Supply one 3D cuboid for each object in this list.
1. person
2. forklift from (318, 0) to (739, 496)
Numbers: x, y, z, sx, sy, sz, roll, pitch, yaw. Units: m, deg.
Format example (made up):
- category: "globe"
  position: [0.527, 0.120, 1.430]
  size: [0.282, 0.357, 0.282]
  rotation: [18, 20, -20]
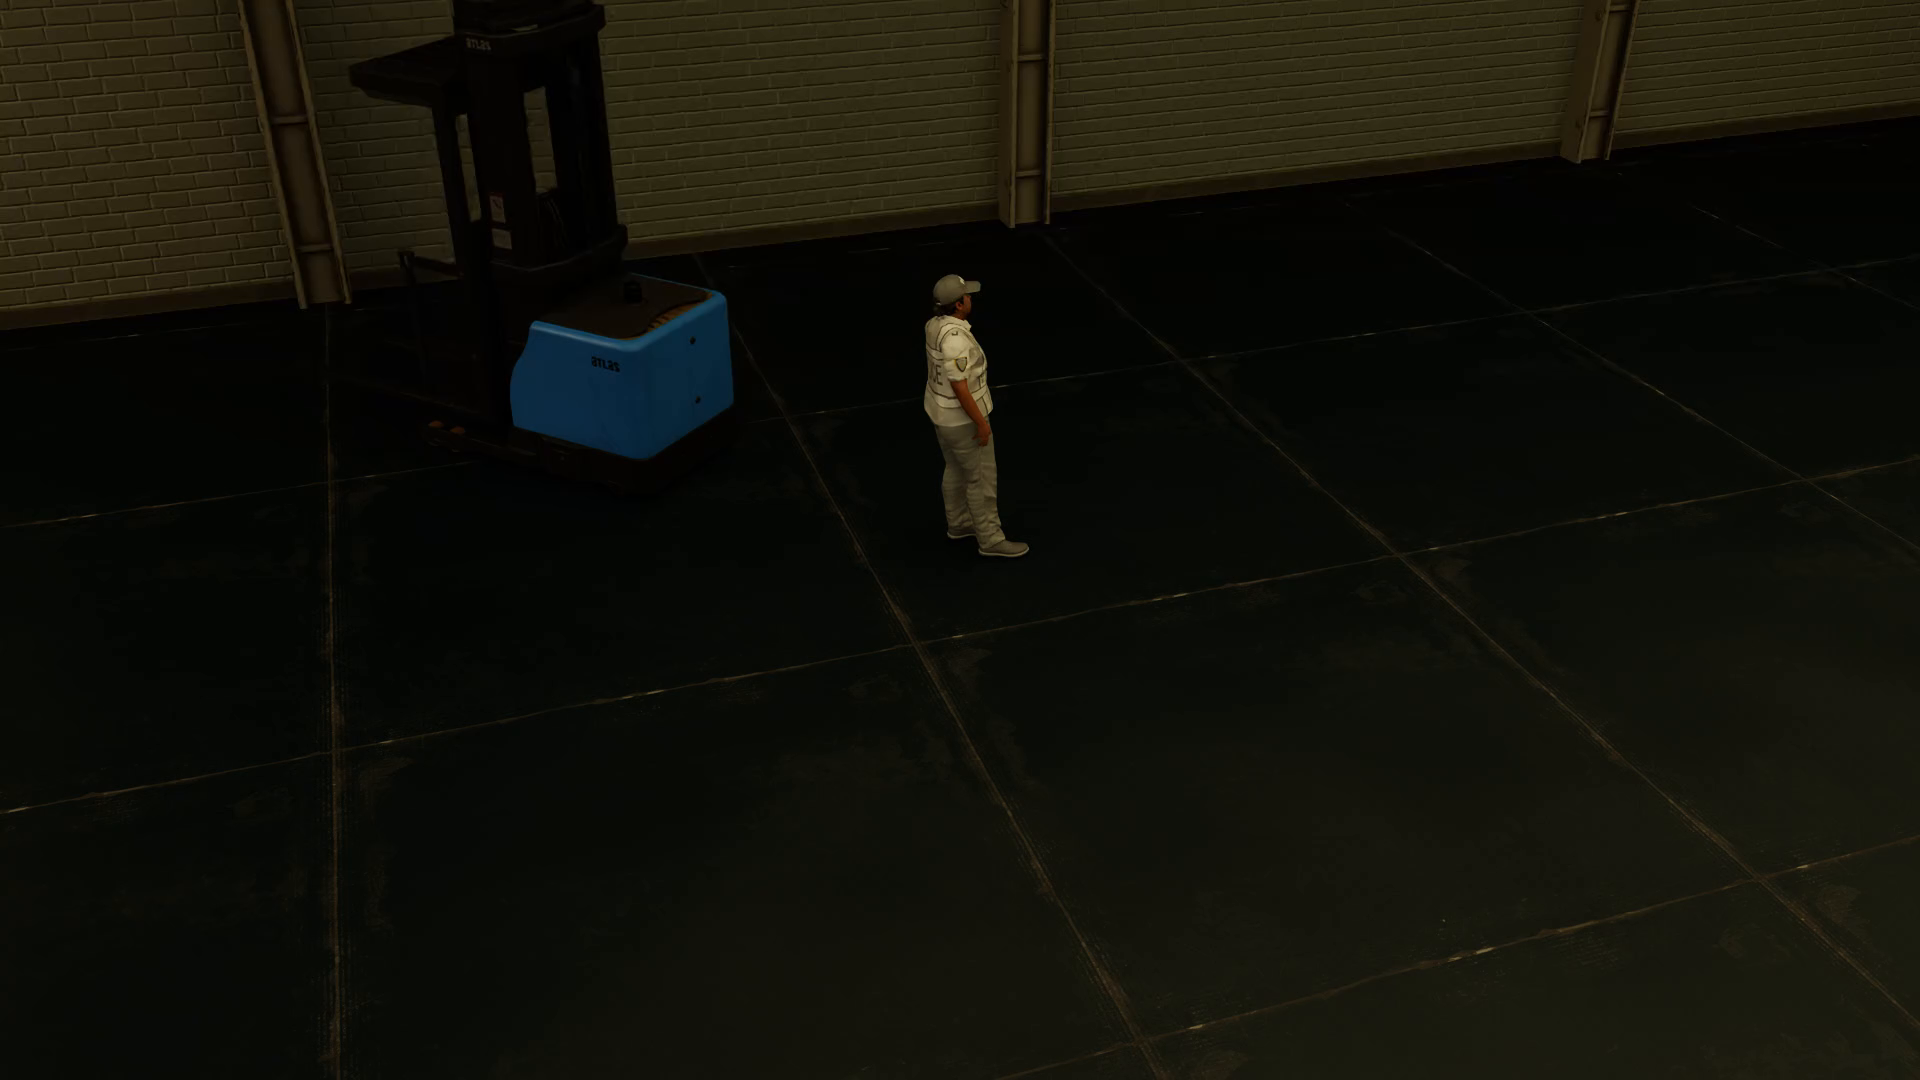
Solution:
- category: "person"
  position: [0.081, -0.730, 9.610]
  size: [0.527, 1.670, 0.598]
  rotation: [-10, 31, -16]
- category: "forklift"
  position: [-3.017, -2.064, 10.675]
  size: [3.031, 2.935, 1.130]
  rotation: [15, 33, 25]
